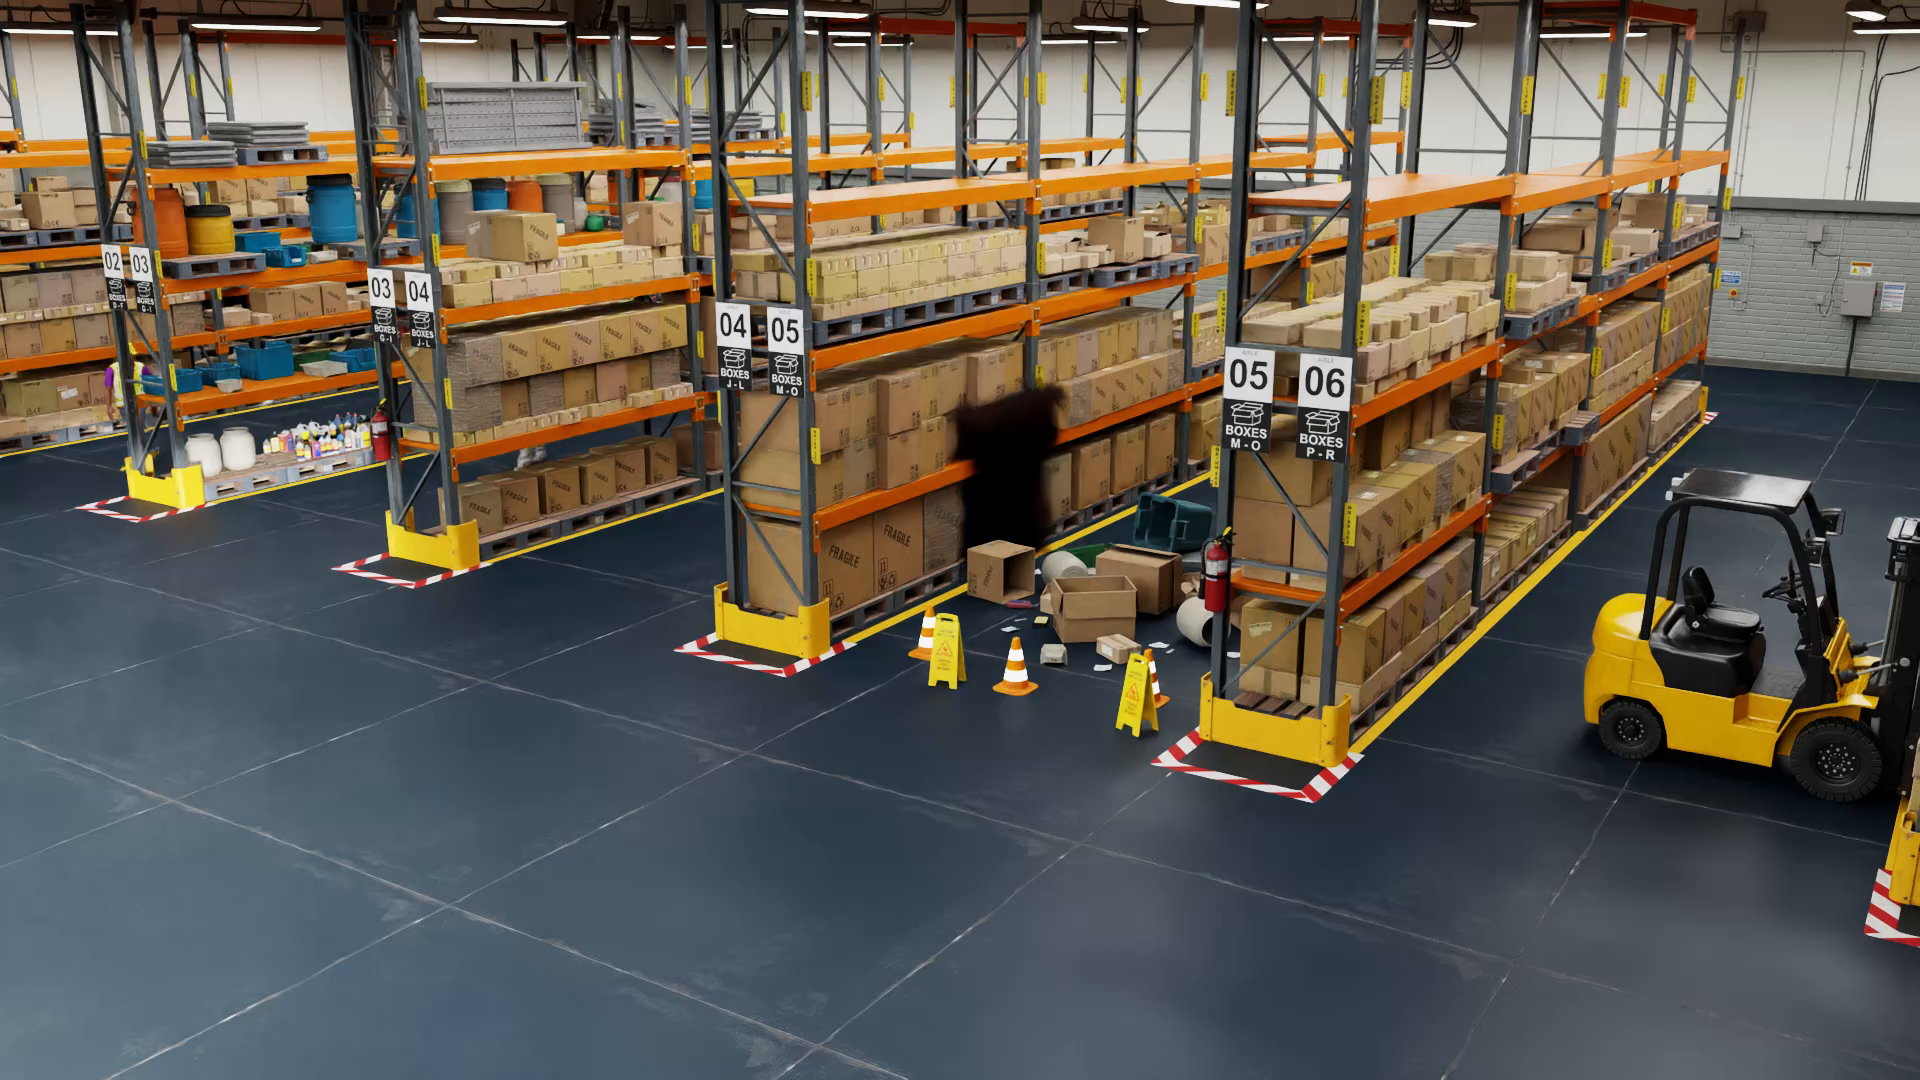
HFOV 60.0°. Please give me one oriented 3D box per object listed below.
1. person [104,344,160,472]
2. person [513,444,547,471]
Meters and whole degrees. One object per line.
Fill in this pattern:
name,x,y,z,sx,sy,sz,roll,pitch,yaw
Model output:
person,-11.254,-1.812,22.533,0.493,1.724,1.048,3,16,9
person,-5.954,-1.852,22.522,0.484,1.737,0.953,6,17,22
